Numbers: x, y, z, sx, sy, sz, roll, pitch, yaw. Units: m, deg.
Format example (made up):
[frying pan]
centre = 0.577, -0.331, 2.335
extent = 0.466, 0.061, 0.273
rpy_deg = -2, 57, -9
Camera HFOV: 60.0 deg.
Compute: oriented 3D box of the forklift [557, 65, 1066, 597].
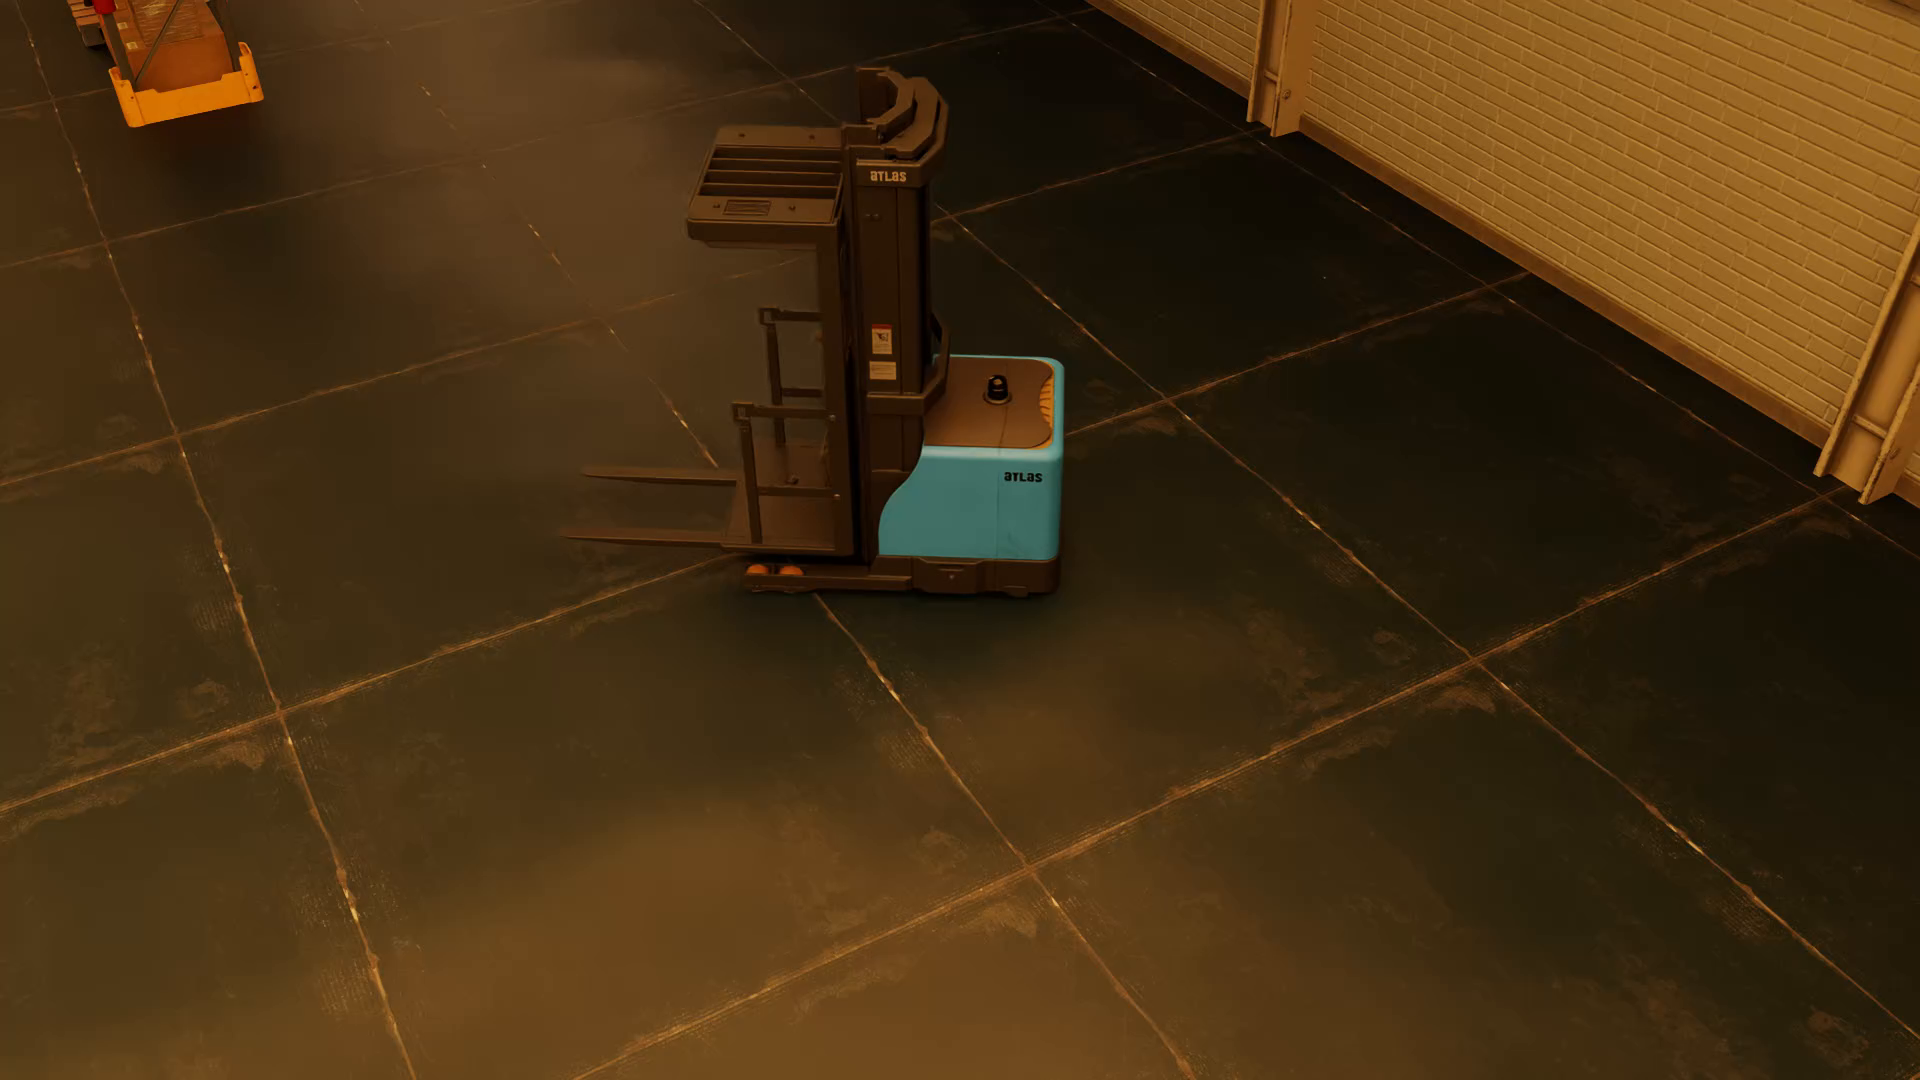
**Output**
[forklift]
centre = -0.897, -1.145, 9.416
extent = 3.031, 2.935, 1.130
rpy_deg = 2, 40, 2
